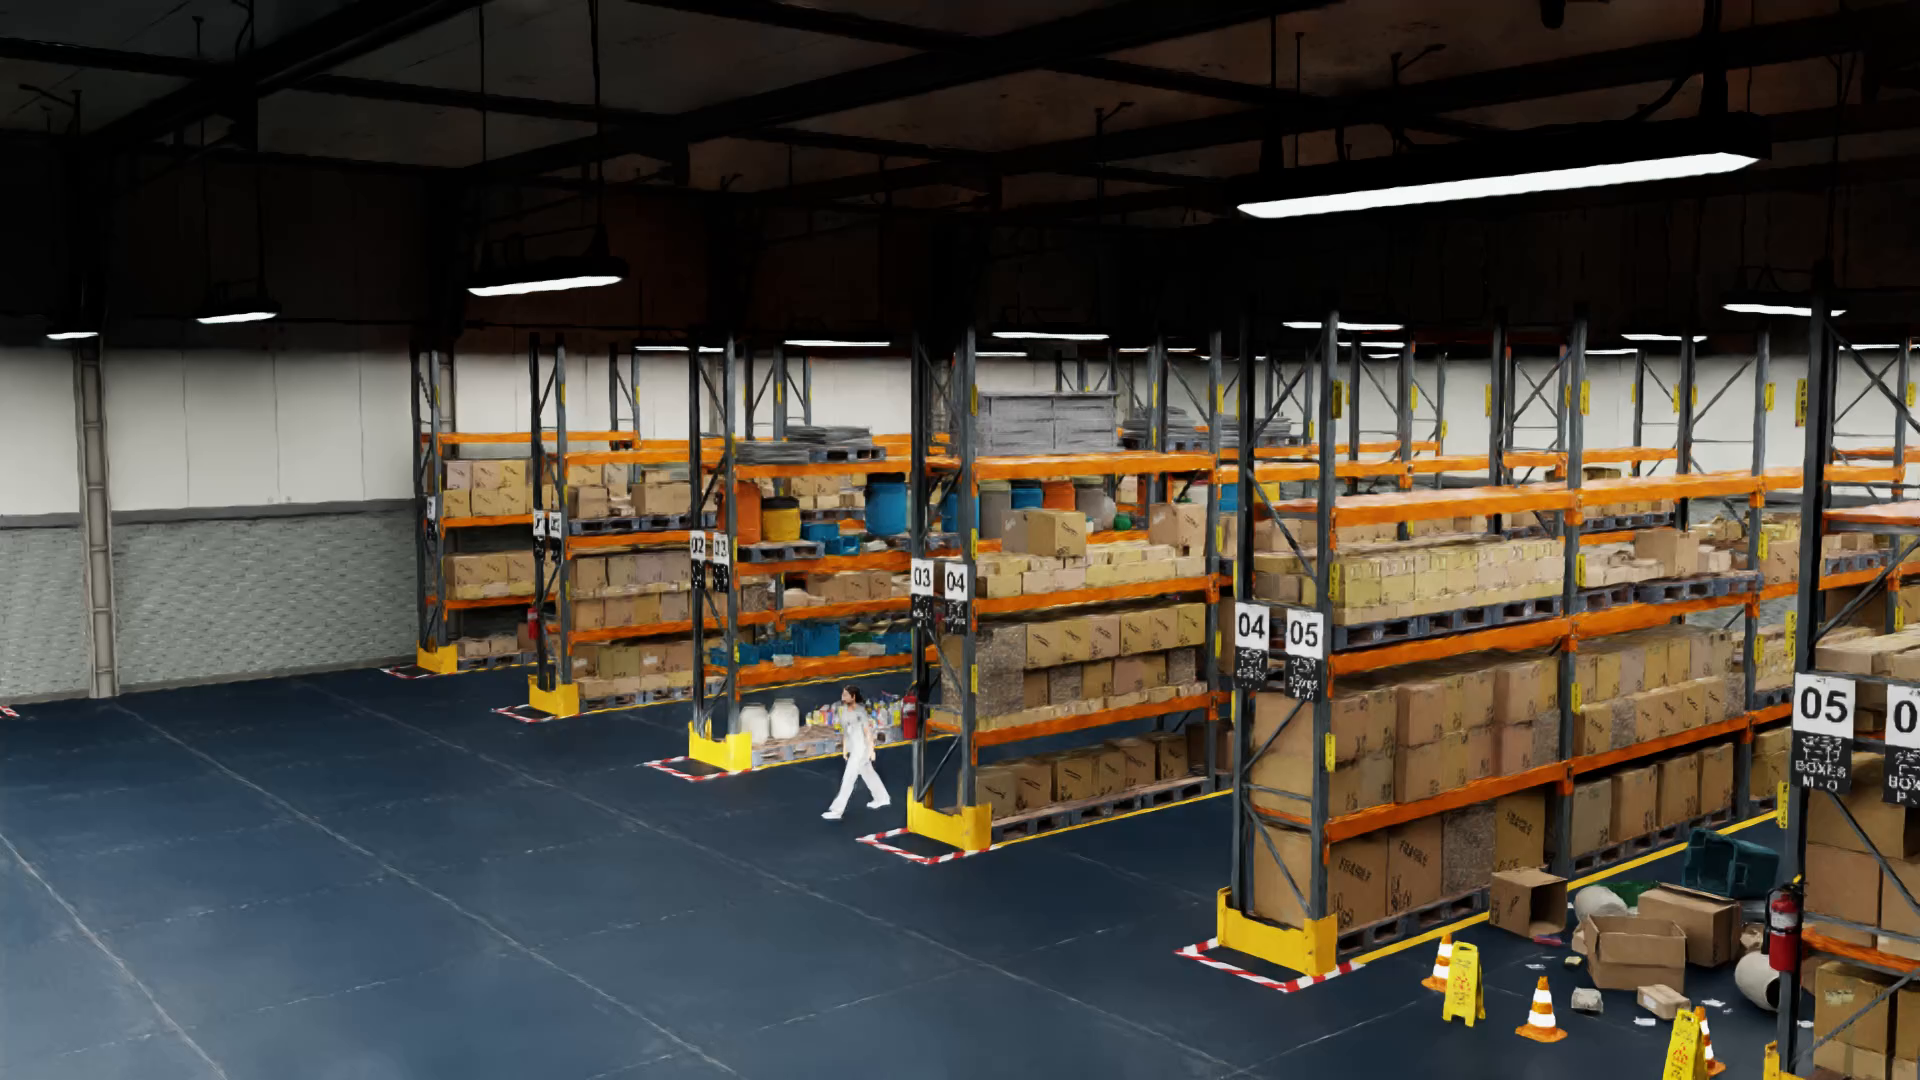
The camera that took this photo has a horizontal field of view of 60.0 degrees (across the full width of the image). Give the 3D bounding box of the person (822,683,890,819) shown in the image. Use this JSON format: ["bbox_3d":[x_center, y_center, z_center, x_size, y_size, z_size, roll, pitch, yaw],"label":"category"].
[{"bbox_3d":[-1.285,2.504,20.004,1.095,1.584,0.447,-4,7,-37],"label":"person"}]

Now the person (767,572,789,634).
[{"bbox_3d":[-3.649,1.309,32.341,1.104,1.695,0.544,-5,7,-42],"label":"person"}]
